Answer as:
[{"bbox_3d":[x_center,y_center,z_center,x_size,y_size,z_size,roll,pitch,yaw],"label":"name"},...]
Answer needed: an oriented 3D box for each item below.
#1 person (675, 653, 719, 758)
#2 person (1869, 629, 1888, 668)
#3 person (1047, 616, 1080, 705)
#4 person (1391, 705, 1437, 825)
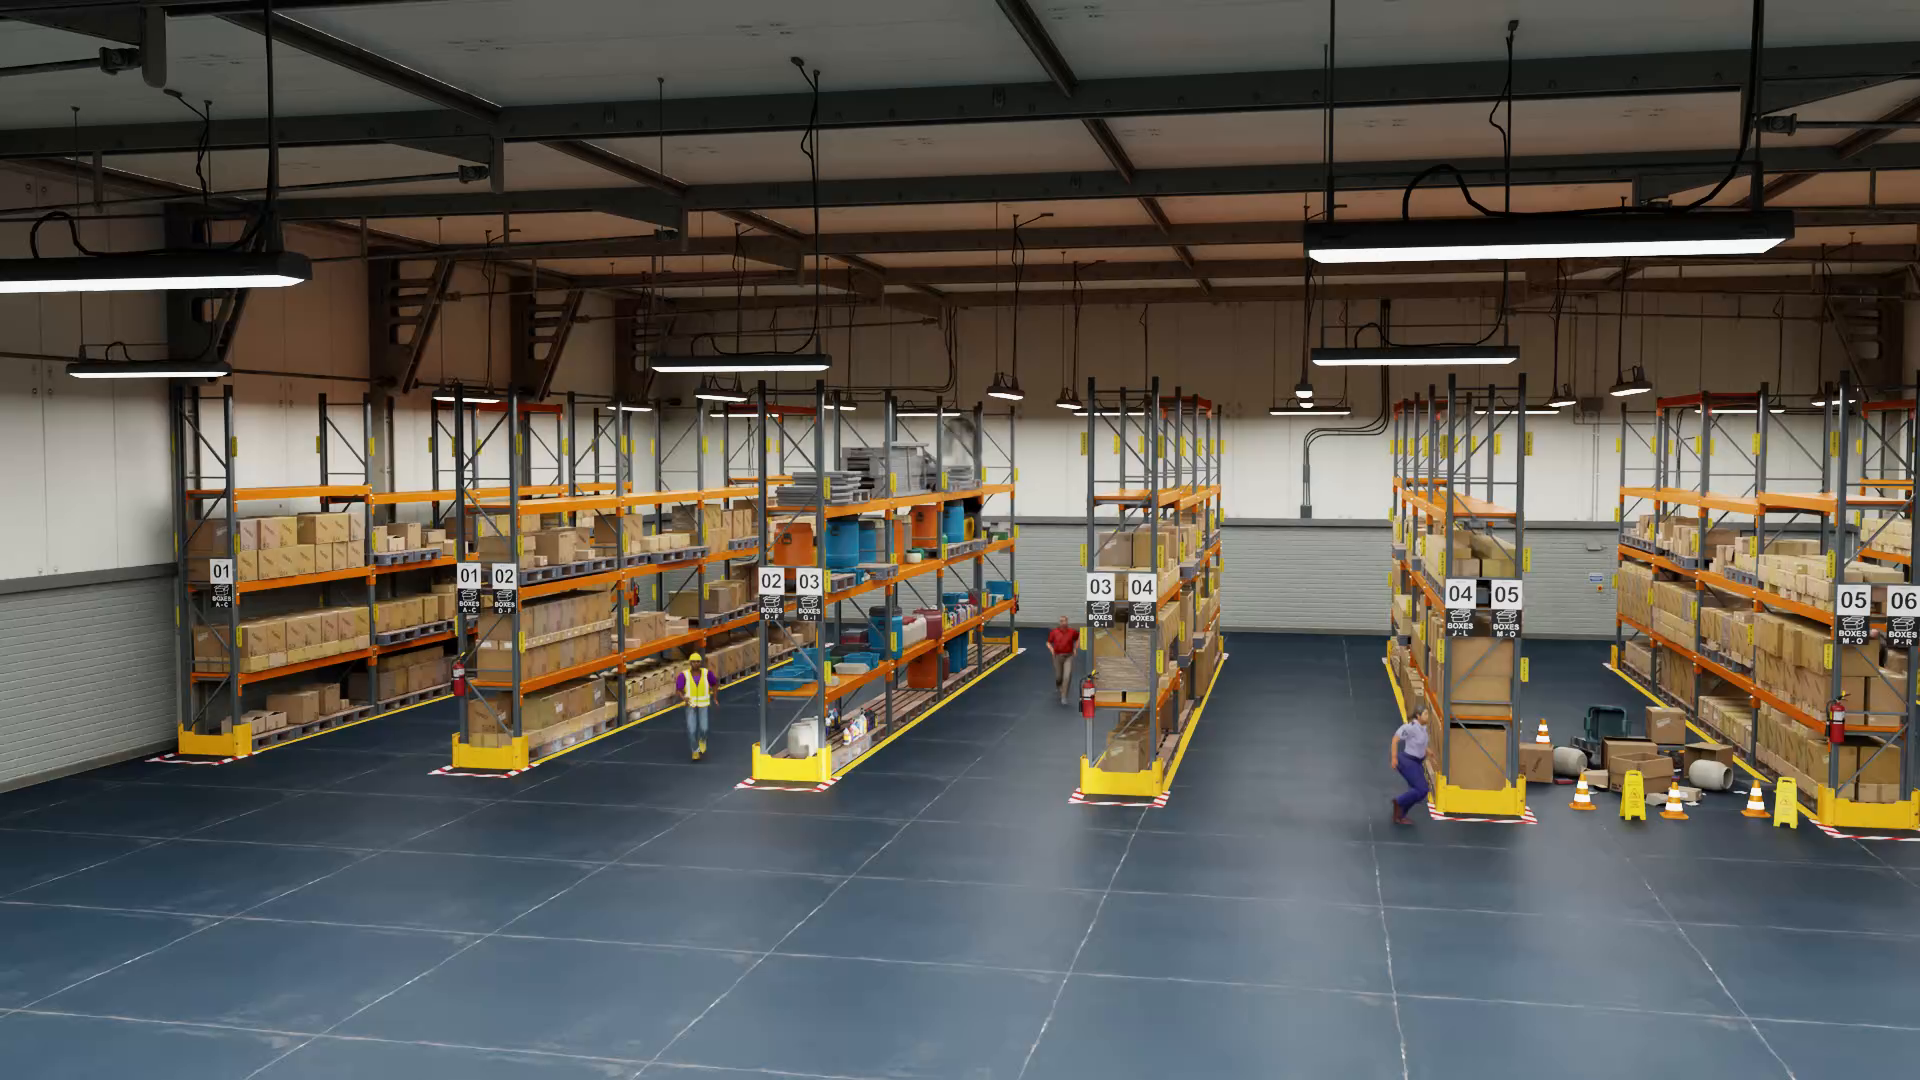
[{"bbox_3d":[-4.191,2.653,26.543,0.688,1.714,0.639,-1,3,-12],"label":"person"},{"bbox_3d":[16.342,2.477,29.849,0.653,1.757,0.878,0,3,7],"label":"person"},{"bbox_3d":[2.038,2.352,32.658,0.673,1.735,0.814,0,3,3],"label":"person"},{"bbox_3d":[6.009,2.974,21.990,0.576,1.592,0.609,2,4,34],"label":"person"}]
